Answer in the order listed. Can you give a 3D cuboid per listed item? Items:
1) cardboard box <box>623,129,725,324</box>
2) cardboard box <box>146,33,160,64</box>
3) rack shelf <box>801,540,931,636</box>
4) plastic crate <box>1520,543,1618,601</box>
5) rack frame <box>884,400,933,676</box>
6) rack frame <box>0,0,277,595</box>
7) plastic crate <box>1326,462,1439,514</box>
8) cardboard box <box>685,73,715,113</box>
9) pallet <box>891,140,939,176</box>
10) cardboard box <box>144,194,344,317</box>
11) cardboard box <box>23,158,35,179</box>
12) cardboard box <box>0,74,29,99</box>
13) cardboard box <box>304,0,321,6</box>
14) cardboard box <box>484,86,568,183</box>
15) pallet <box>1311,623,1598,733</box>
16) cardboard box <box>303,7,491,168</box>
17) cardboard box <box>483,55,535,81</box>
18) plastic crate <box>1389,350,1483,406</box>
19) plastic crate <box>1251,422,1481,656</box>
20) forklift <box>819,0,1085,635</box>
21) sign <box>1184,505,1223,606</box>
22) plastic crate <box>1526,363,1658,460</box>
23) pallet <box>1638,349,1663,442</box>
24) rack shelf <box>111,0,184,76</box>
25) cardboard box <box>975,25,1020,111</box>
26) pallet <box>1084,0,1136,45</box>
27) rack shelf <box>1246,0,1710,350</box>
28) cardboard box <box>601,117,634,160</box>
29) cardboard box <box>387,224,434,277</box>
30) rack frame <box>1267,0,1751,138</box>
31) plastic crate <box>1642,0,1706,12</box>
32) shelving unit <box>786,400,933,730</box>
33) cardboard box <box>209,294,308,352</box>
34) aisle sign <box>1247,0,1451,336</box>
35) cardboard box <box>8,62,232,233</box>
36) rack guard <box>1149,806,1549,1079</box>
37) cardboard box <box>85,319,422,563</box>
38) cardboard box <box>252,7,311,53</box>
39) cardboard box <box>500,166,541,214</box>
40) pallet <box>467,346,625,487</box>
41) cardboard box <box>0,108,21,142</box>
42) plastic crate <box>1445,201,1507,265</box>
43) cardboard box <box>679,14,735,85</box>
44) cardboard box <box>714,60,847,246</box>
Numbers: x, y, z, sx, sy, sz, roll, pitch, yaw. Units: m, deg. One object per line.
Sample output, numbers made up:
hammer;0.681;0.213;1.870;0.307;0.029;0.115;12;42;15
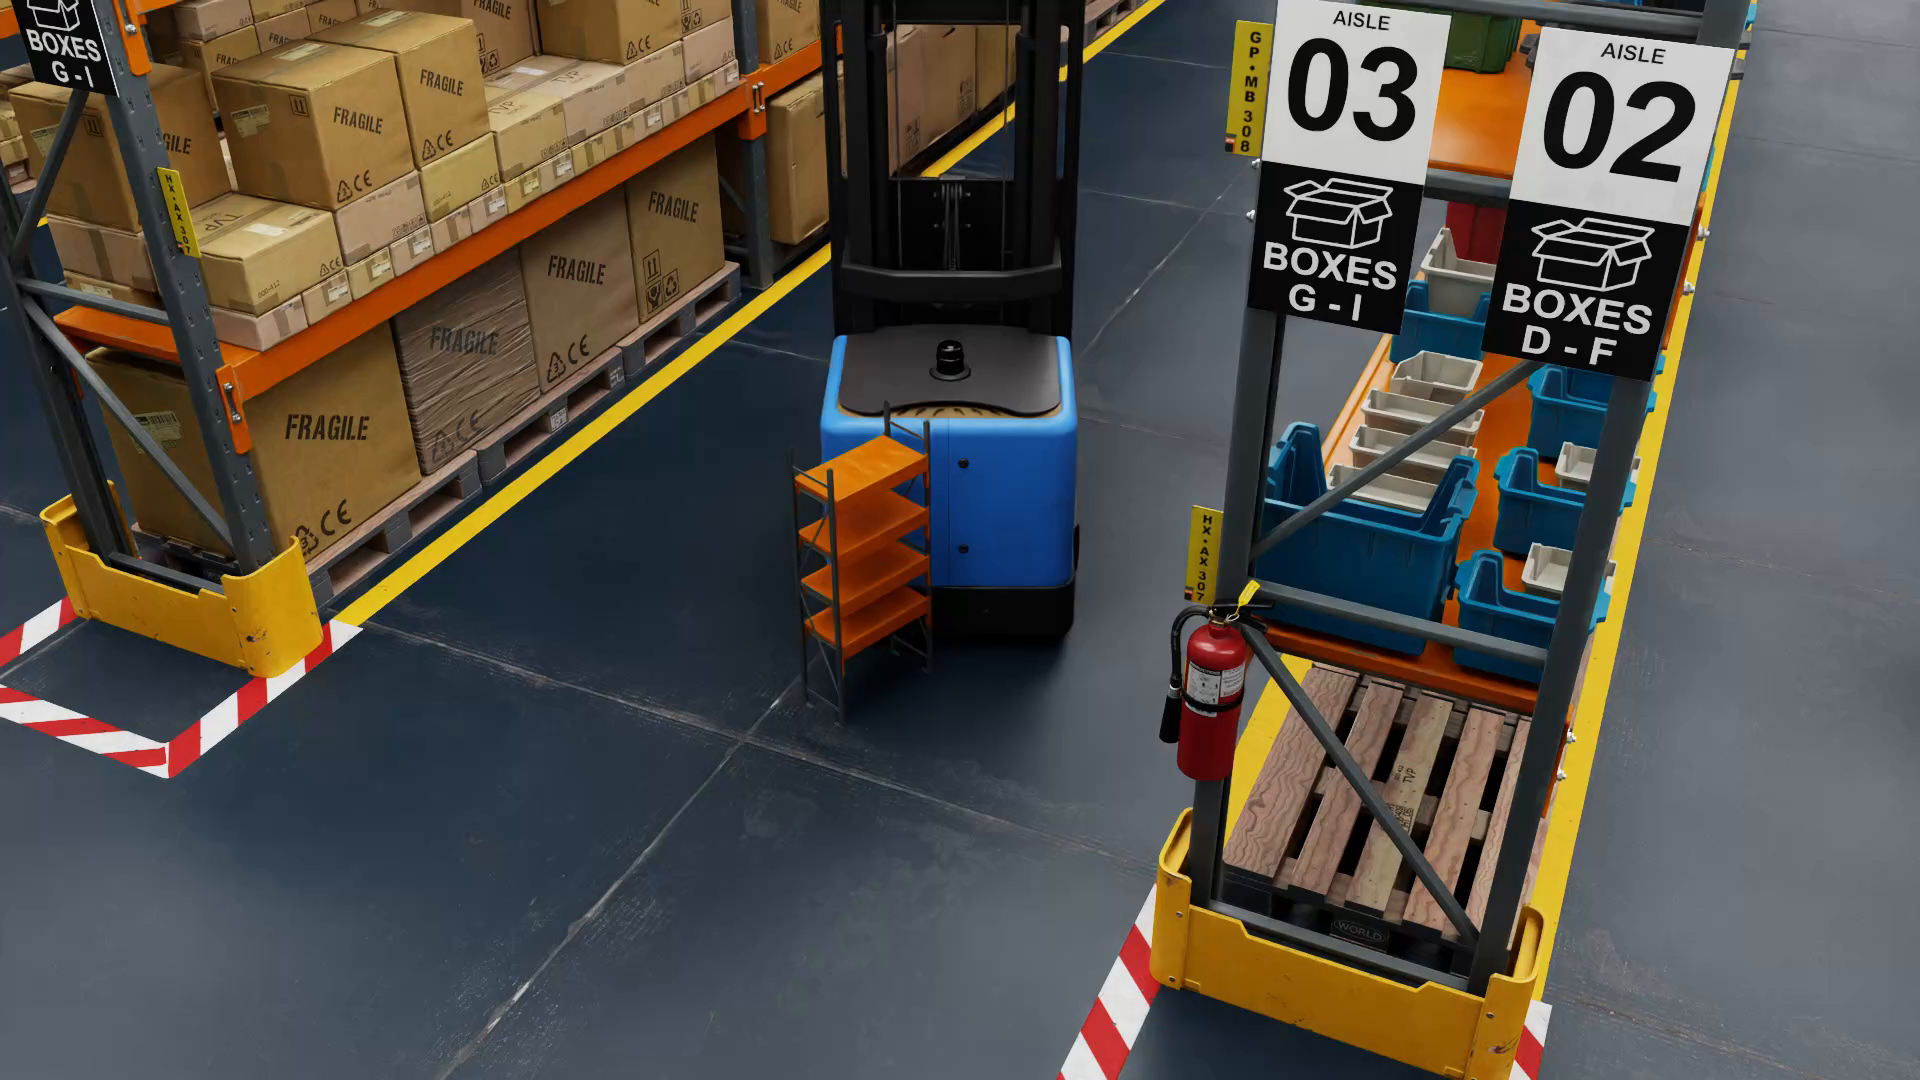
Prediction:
cardboard box;-1.962;-1.870;9.421;0.875;0.875;0.875;14;36;20
cardboard box;-5.995;-3.638;12.459;0.500;0.500;0.500;13;36;20
rack shelf;-0.373;0.165;6.526;0.258;0.148;0.480;28;43;36
plastic crate;1.824;0.132;4.998;0.250;0.136;0.298;14;36;20
rack frame;-0.203;0.013;6.635;0.240;1.200;0.015;28;43;36
rack frame;-3.286;-0.901;6.388;1.000;3.000;0.127;14;36;20
plastic crate;1.389;-0.127;5.394;0.396;0.136;0.243;14;36;20
cardboard box;-1.551;-2.432;8.953;0.380;0.149;0.250;15;36;21
pallet;-0.849;-2.738;11.734;1.003;0.211;1.213;14;36;20
cardboard box;-2.840;-1.140;6.618;0.500;0.250;0.500;13;36;19
cardboard box;-6.167;-2.535;11.097;0.380;0.149;0.250;13;35;19
cardboard box;-6.577;-3.066;11.364;0.380;0.149;0.250;16;36;23
cardboard box;-5.088;-4.351;12.863;0.500;0.250;0.500;16;36;22
cardboard box;-2.202;-1.911;7.794;0.500;0.250;0.500;13;36;20
pallet;2.104;0.394;6.956;1.003;0.211;1.213;14;36;20
cardboard box;-2.420;-1.962;7.188;0.500;0.500;0.500;13;35;19
cardboard box;-2.471;-2.275;8.349;0.500;0.250;0.500;15;36;22
plastic crate;1.725;-0.564;6.061;0.298;0.136;0.250;14;36;20
plastic crate;1.183;-0.014;4.949;0.616;0.435;0.499;14;36;20
forklift;-0.029;-1.598;7.514;1.130;2.935;3.031;0;33;0
sign;0.706;0.049;4.791;0.100;0.325;0.005;14;36;20
plastic crate;2.166;-0.423;5.757;0.416;0.233;0.300;14;36;20
pallet;3.247;-0.965;9.030;1.003;0.211;1.213;14;36;20
rack shelf;-2.450;-2.850;7.282;1.077;0.370;4.000;14;36;20
cardboard box;-0.247;-3.833;12.415;1.225;0.875;0.875;13;35;18
pallet;0.901;-4.713;14.746;1.003;0.211;1.213;14;36;20
rack shelf;2.049;-1.714;5.549;1.077;0.370;4.000;14;36;20
cardboard box;-1.873;-2.048;8.367;0.380;0.149;0.250;15;36;21
cardboard box;-2.517;-1.283;7.200;0.380;0.149;0.250;14;36;20
rack frame;1.212;-2.273;3.010;1.000;3.000;0.127;14;36;20
plastic crate;2.101;-1.691;4.914;0.504;0.338;0.767;14;36;20
shelving unit;-0.373;0.109;6.490;0.258;1.200;0.503;28;43;36
cardboard box;-2.838;-0.897;6.611;0.380;0.149;0.250;15;36;21
aisle sign;0.916;-0.883;3.990;0.394;0.787;0.004;14;36;20
cardboard box;-3.321;-1.579;6.604;0.500;0.500;0.500;15;36;21
rack guard;1.214;1.296;5.318;1.175;0.500;0.348;14;36;20
cardboard box;-3.091;-0.525;7.370;0.875;0.875;0.875;14;36;20
cardboard box;-5.306;-3.783;12.680;0.500;0.500;0.500;16;36;23
cardboard box;-2.196;-1.663;7.780;0.380;0.149;0.250;13;36;19
pallet;-2.511;-0.756;8.711;1.003;0.211;1.213;14;36;20
cardboard box;-6.336;-2.703;10.811;0.380;0.149;0.250;15;36;22
plastic crate;2.284;-1.421;7.069;0.402;0.464;0.583;14;36;20
cardboard box;-1.559;-2.675;8.959;0.500;0.250;0.500;14;36;20
cardboard box;-1.363;-2.503;10.387;1.225;0.875;0.875;14;36;21
